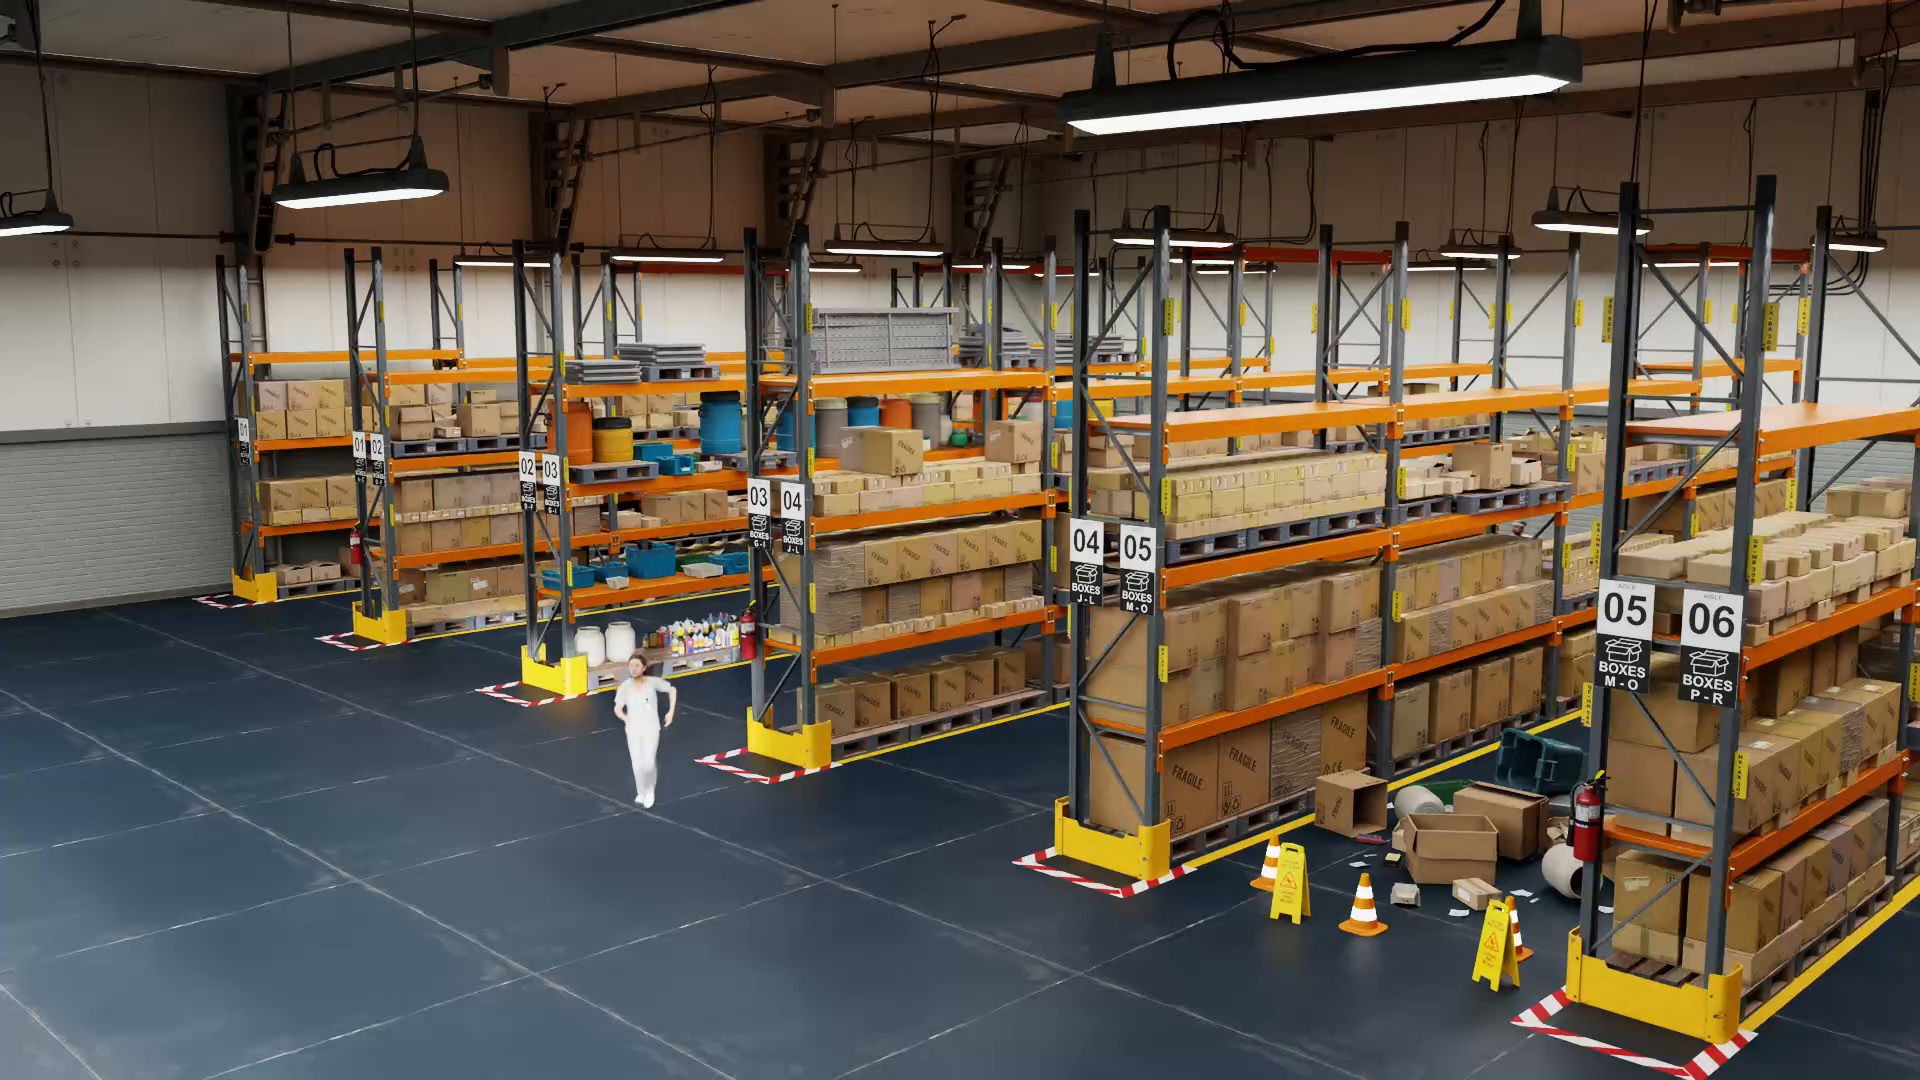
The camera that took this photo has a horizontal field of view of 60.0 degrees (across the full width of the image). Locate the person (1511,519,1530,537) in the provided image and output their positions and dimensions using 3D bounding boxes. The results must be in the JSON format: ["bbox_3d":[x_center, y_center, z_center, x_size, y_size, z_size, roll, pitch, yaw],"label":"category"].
[{"bbox_3d":[9.168,0.478,27.335,0.664,1.682,0.582,-8,11,-44],"label":"person"}]

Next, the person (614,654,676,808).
[{"bbox_3d":[-3.210,1.951,16.933,0.576,1.617,0.804,0,8,2],"label":"person"}]
